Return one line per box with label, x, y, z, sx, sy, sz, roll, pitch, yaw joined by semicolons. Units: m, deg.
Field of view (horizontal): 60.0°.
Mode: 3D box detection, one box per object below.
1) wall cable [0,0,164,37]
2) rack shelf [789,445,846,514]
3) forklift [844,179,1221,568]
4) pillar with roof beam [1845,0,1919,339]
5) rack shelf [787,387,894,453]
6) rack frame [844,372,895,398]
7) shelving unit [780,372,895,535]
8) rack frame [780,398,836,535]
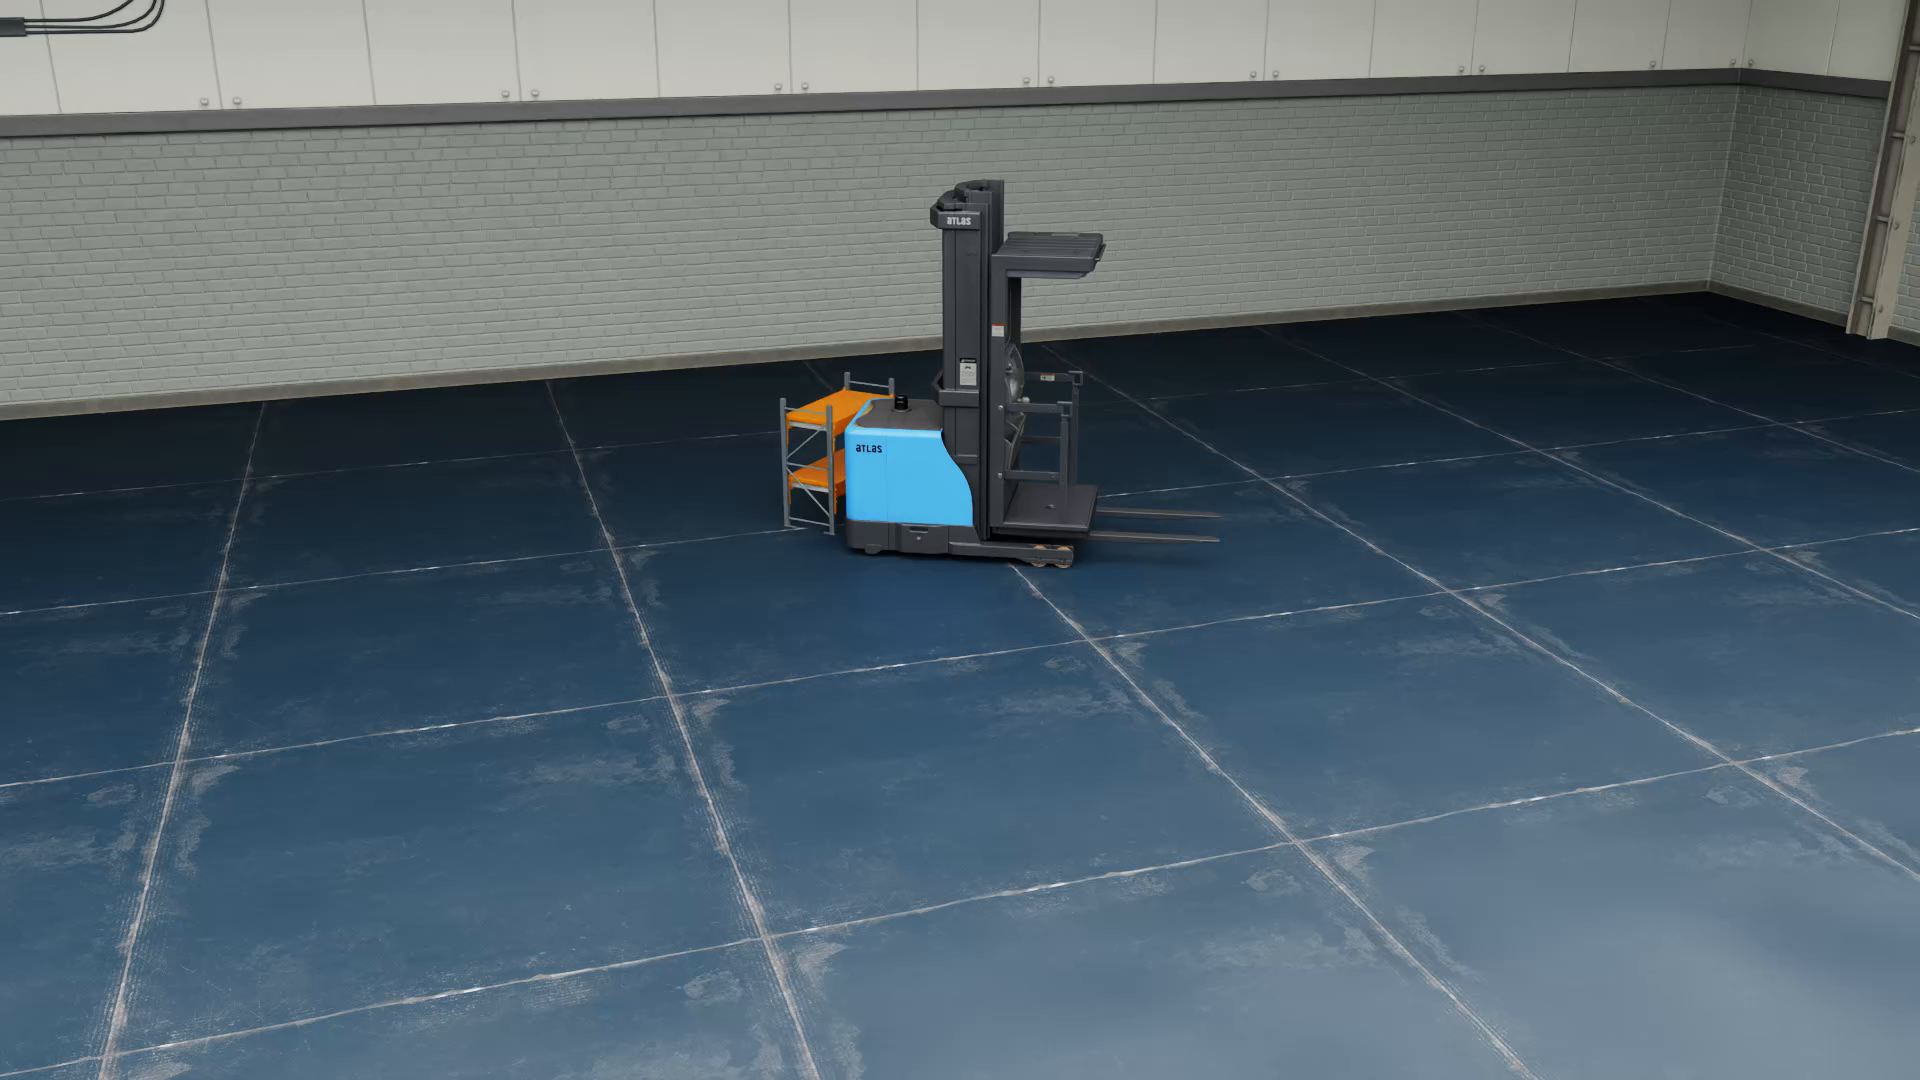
wall cable;-9.009;-7.187;15.582;2.305;6.003;0.169;-6;21;-17
rack shelf;-1.038;-0.534;14.463;0.538;0.278;1.000;10;22;26
forklift;0.623;-1.348;13.333;3.031;2.935;1.130;3;20;8
pillar with roof beam;7.461;-6.386;18.384;9.100;9.000;0.400;-6;21;-17
rack shelf;-1.038;-1.040;14.281;0.538;0.278;1.000;10;22;26
rack frame;-0.798;-0.916;14.802;0.500;1.125;0.032;10;22;26
shelving unit;-1.038;-0.764;14.380;0.538;1.125;1.048;10;22;26
rack frame;-1.277;-0.612;13.958;0.500;1.125;0.032;10;22;26
